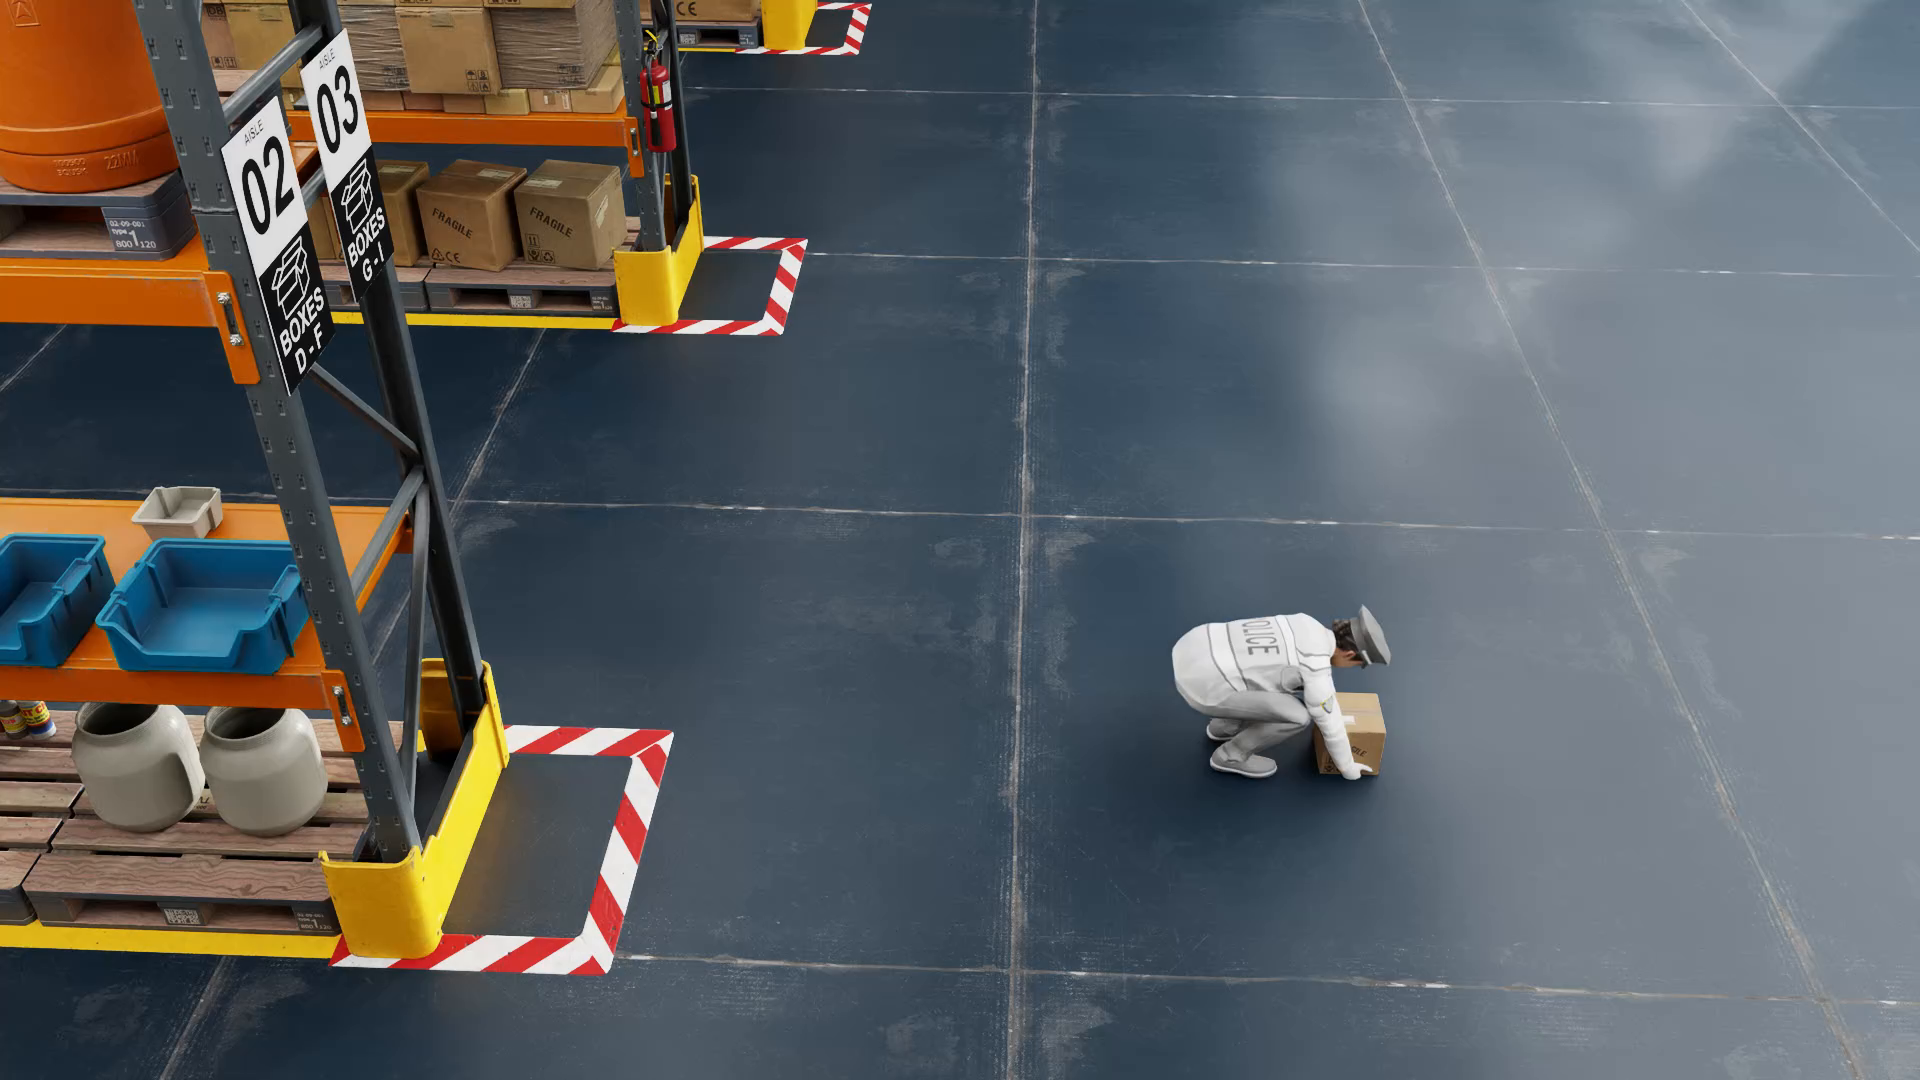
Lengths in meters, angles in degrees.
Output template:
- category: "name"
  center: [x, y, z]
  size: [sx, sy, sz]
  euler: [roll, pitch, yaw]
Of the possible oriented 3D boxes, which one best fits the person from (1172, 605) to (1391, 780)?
- category: "person"
  center: [1.345, 0.629, 7.042]
  size: [0.909, 0.769, 0.441]
  euler: [1, 36, 1]
